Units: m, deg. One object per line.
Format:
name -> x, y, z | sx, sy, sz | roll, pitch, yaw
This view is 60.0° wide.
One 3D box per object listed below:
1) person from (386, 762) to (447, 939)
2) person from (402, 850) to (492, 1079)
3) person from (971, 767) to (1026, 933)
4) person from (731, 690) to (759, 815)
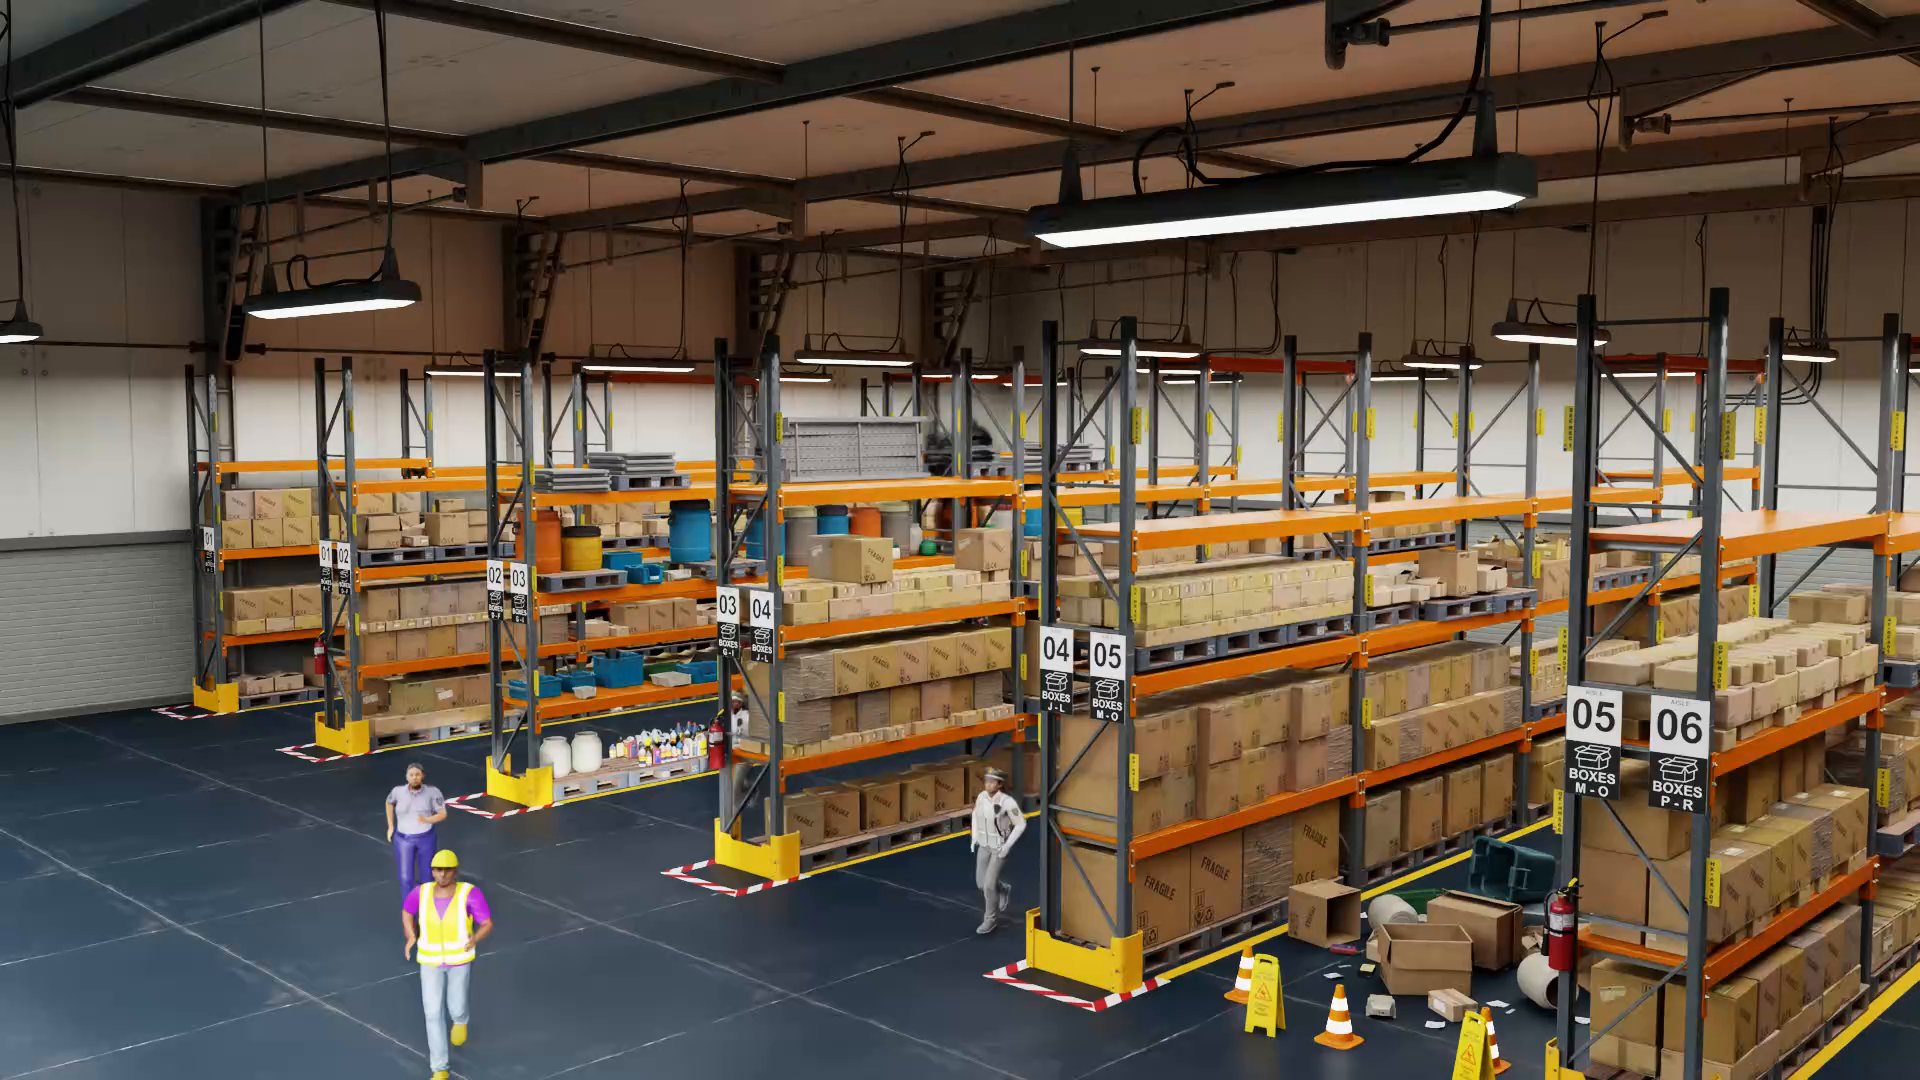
person -> -5.447, 3.056, 16.688 | 0.580, 1.693, 0.838 | -1, 5, -19
person -> -4.008, 3.288, 12.980 | 0.700, 1.773, 0.968 | -1, 4, -11
person -> 0.404, 3.071, 16.705 | 0.642, 1.668, 0.640 | 3, 5, 35
person -> -2.739, 2.721, 20.950 | 0.589, 1.710, 0.918 | 3, 5, 33
